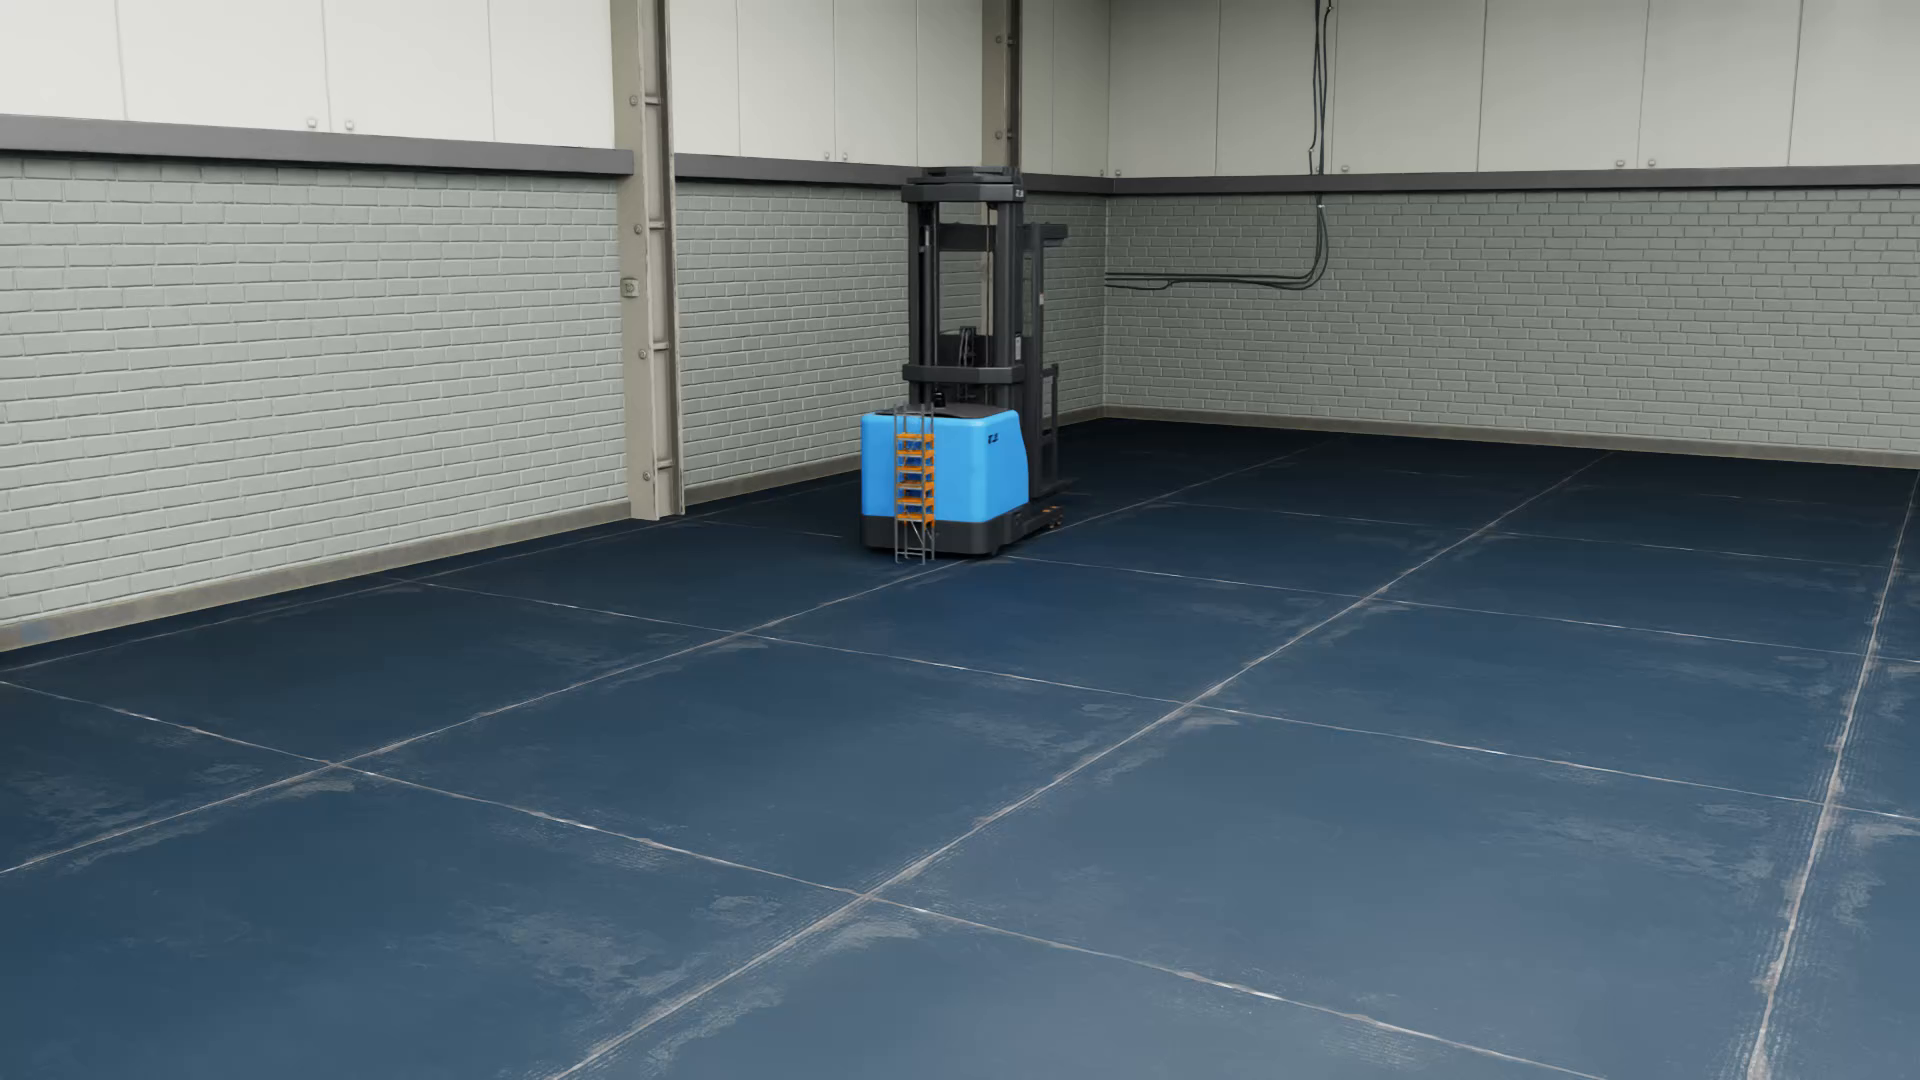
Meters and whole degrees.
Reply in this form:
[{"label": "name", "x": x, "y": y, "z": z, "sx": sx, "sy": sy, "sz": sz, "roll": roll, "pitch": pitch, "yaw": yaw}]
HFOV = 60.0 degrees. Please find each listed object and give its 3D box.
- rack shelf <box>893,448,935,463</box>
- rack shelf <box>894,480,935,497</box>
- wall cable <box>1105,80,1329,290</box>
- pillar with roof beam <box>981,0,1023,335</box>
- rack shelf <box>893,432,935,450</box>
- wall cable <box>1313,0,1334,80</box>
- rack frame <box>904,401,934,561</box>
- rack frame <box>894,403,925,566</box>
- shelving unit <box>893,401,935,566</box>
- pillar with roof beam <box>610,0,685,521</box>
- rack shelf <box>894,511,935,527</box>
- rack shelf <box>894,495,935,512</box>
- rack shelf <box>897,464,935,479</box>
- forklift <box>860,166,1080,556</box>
[{"label": "rack shelf", "x": -0.340, "y": -0.616, "z": 12.334, "sx": 0.258, "sy": 0.103, "sz": 0.180, "roll": 4, "pitch": 11, "yaw": 21}, {"label": "rack shelf", "x": -0.340, "y": -0.380, "z": 12.378, "sx": 0.258, "sy": 0.103, "sz": 0.180, "roll": 4, "pitch": 11, "yaw": 21}, {"label": "wall cable", "x": 3.134, "y": -4.389, "z": 20.797, "sx": 3.097, "sy": 2.526, "sz": 0.112, "roll": 6, "pitch": 12, "yaw": 31}, {"label": "pillar with roof beam", "x": 4.153, "y": -5.167, "z": 16.515, "sx": 9.100, "sy": 9.000, "sz": 0.400, "roll": 6, "pitch": 12, "yaw": 31}, {"label": "rack shelf", "x": -0.340, "y": -0.734, "z": 12.312, "sx": 0.258, "sy": 0.103, "sz": 0.180, "roll": 4, "pitch": 11, "yaw": 21}, {"label": "wall cable", "x": 5.446, "y": -6.613, "z": 18.952, "sx": 3.097, "sy": 2.526, "sz": 0.112, "roll": 6, "pitch": 12, "yaw": 31}, {"label": "rack frame", "x": -0.307, "y": -0.439, "z": 12.454, "sx": 0.240, "sy": 1.200, "sz": 0.006, "roll": 4, "pitch": 11, "yaw": 21}, {"label": "rack frame", "x": -0.373, "y": -0.408, "z": 12.286, "sx": 0.240, "sy": 1.200, "sz": 0.006, "roll": 4, "pitch": 11, "yaw": 21}, {"label": "shelving unit", "x": -0.340, "y": -0.424, "z": 12.370, "sx": 0.258, "sy": 1.200, "sz": 0.189, "roll": 4, "pitch": 11, "yaw": 21}, {"label": "pillar with roof beam", "x": 1.038, "y": -4.224, "z": 11.474, "sx": 9.100, "sy": 9.000, "sz": 0.400, "roll": 6, "pitch": 12, "yaw": 31}, {"label": "rack shelf", "x": -0.340, "y": -0.144, "z": 12.423, "sx": 0.258, "sy": 0.103, "sz": 0.180, "roll": 4, "pitch": 11, "yaw": 21}, {"label": "rack shelf", "x": -0.340, "y": -0.262, "z": 12.401, "sx": 0.258, "sy": 0.103, "sz": 0.180, "roll": 4, "pitch": 11, "yaw": 21}, {"label": "rack shelf", "x": -0.340, "y": -0.498, "z": 12.356, "sx": 0.258, "sy": 0.103, "sz": 0.180, "roll": 4, "pitch": 11, "yaw": 21}, {"label": "forklift", "x": 0.233, "y": -1.552, "z": 13.693, "sx": 1.130, "sy": 2.935, "sz": 3.031, "roll": 4, "pitch": 11, "yaw": 21}]
